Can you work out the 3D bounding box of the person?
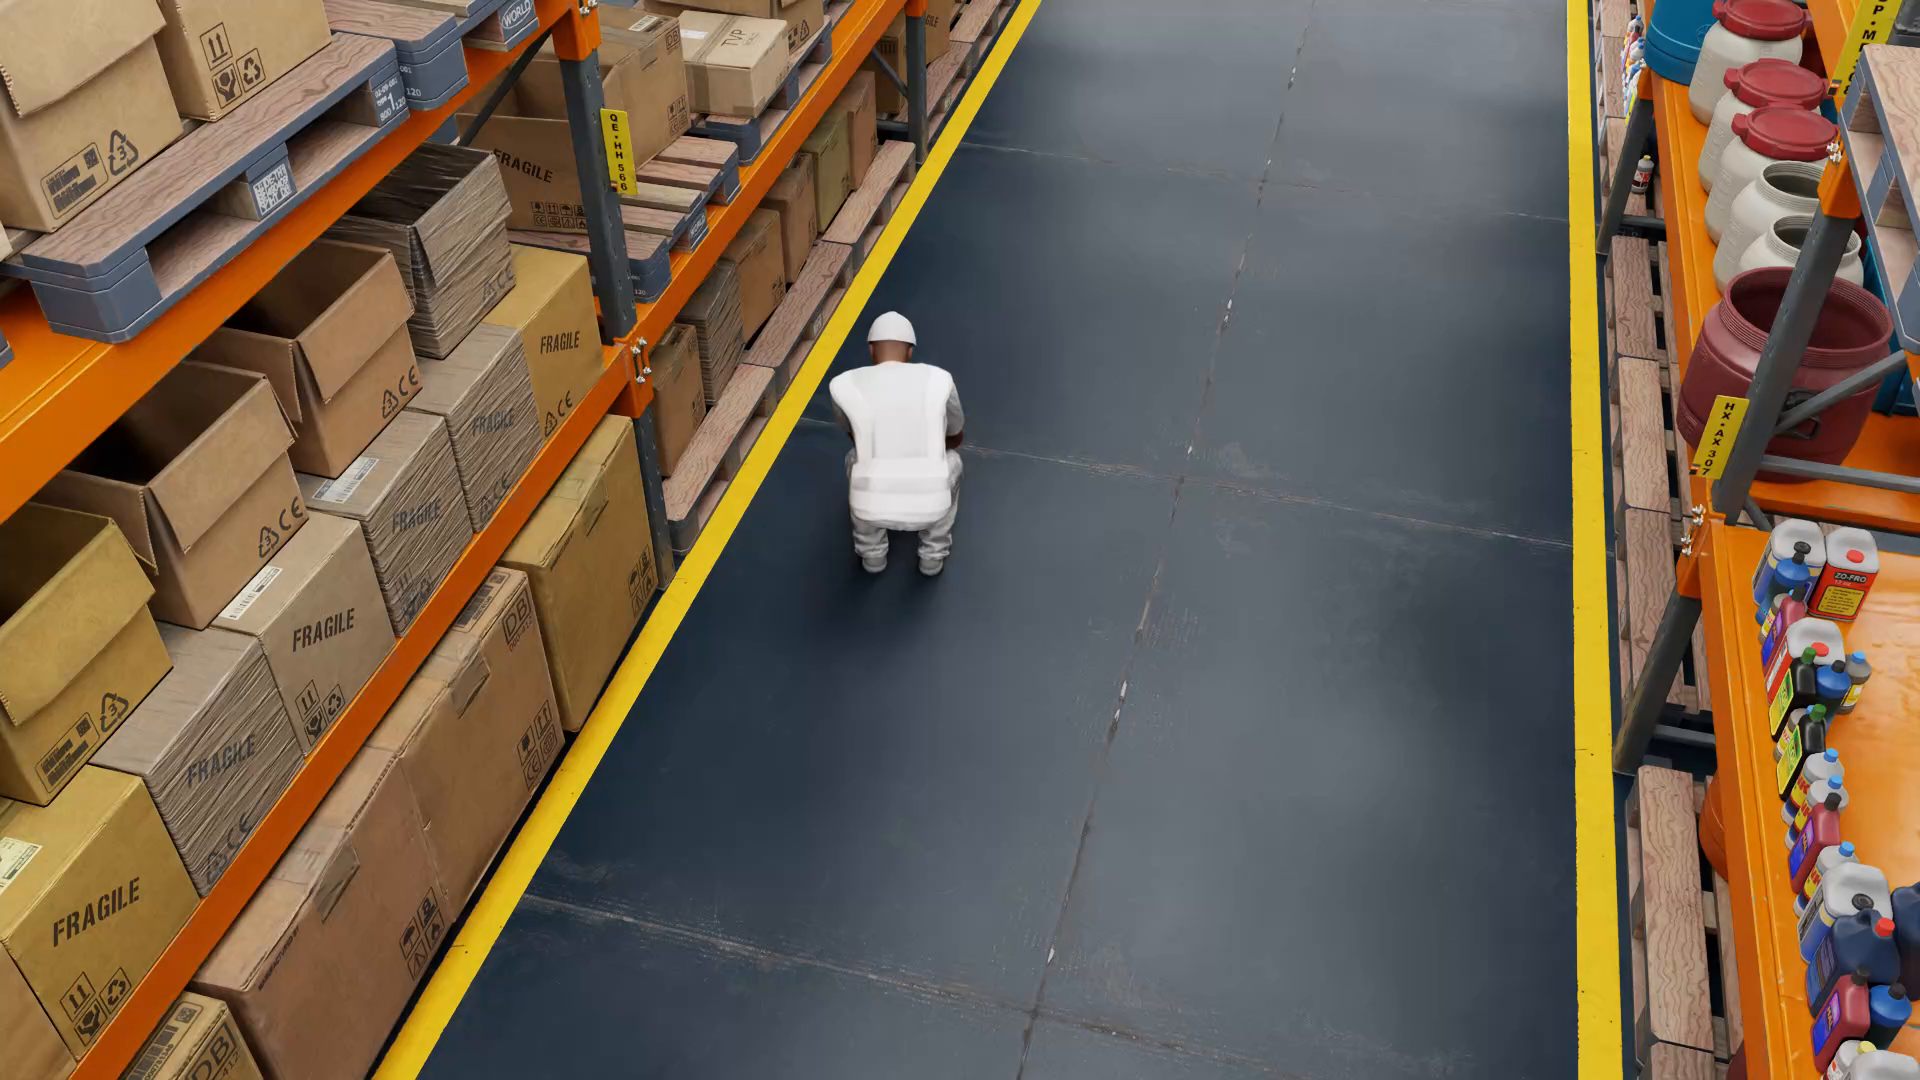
[{"bbox_3d":[-0.272,-0.397,7.218,0.577,0.992,0.903,2,41,3],"label":"person"}]
